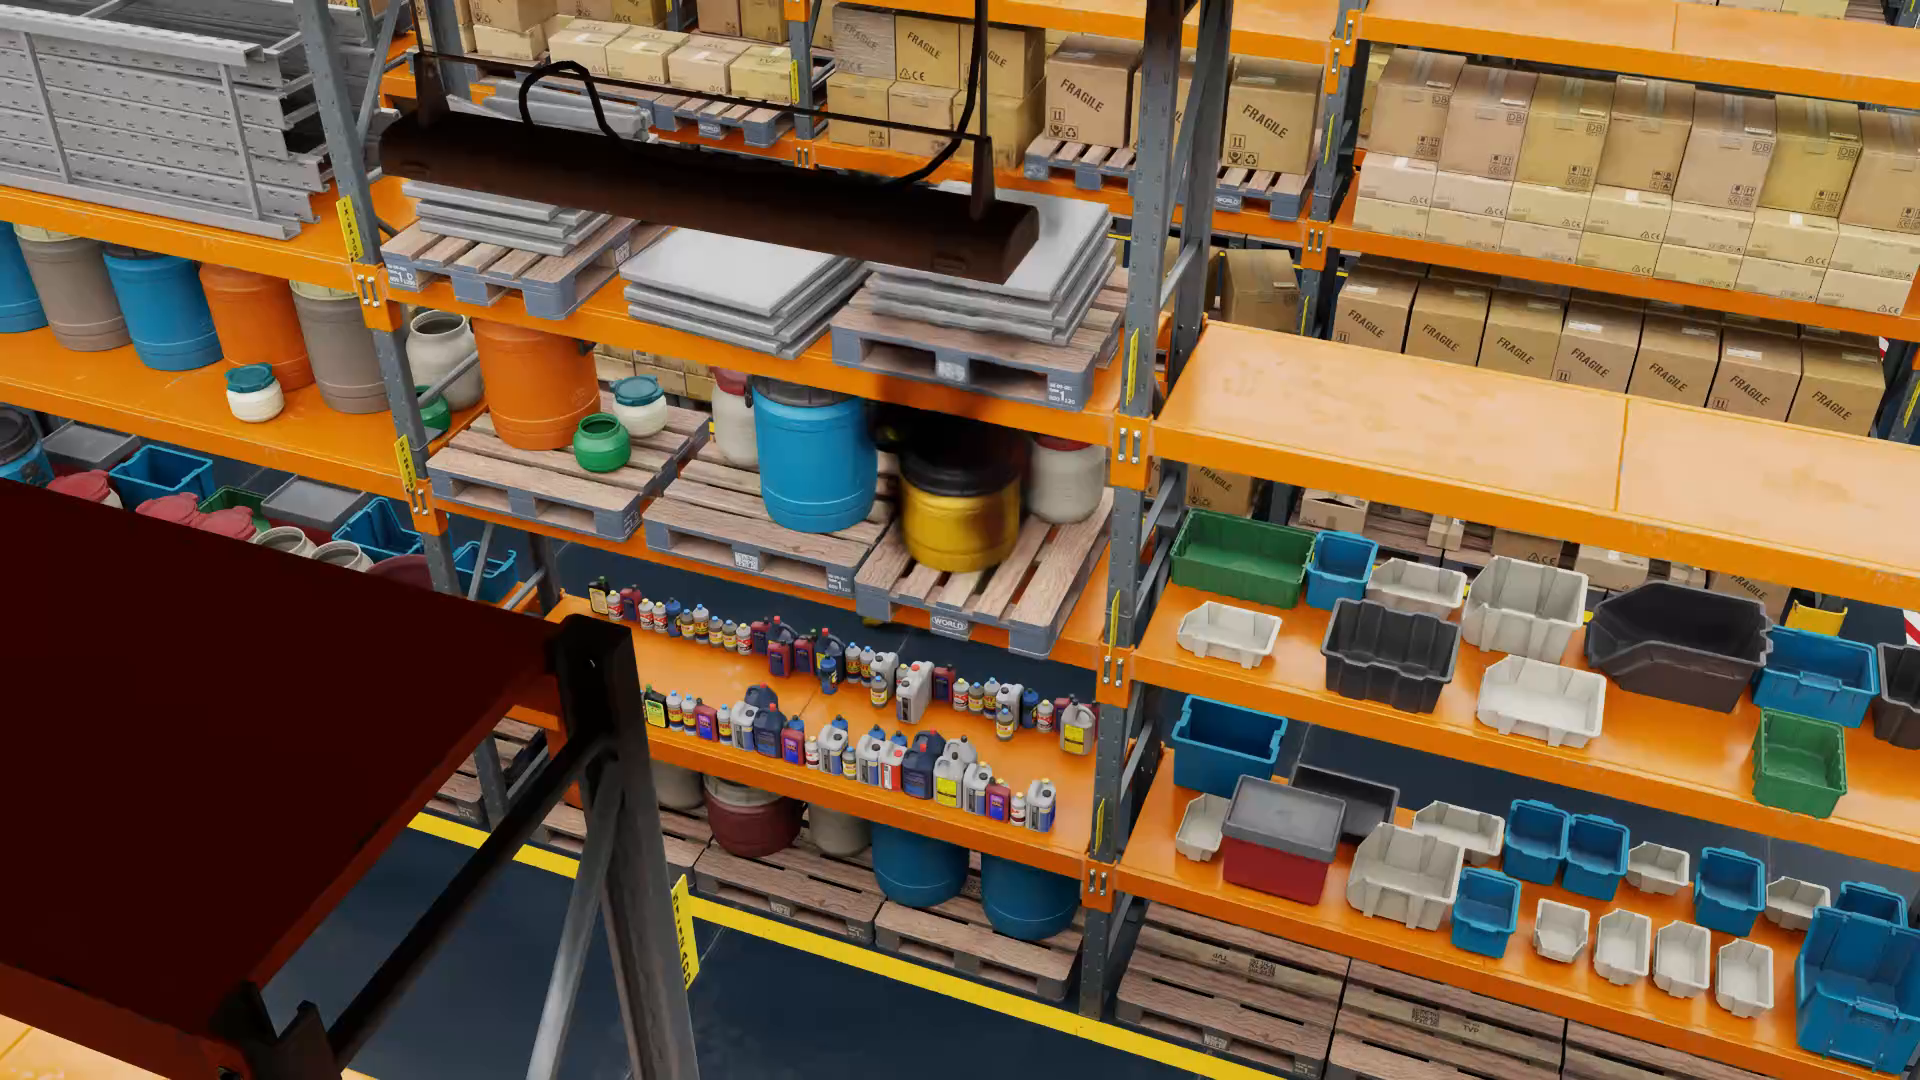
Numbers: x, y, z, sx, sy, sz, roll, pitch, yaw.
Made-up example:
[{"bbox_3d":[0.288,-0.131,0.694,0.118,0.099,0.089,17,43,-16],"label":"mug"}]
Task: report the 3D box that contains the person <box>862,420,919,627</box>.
[{"bbox_3d":[-0.342,-0.095,12.013,0.785,1.805,0.664,7,37,9],"label":"person"}]
